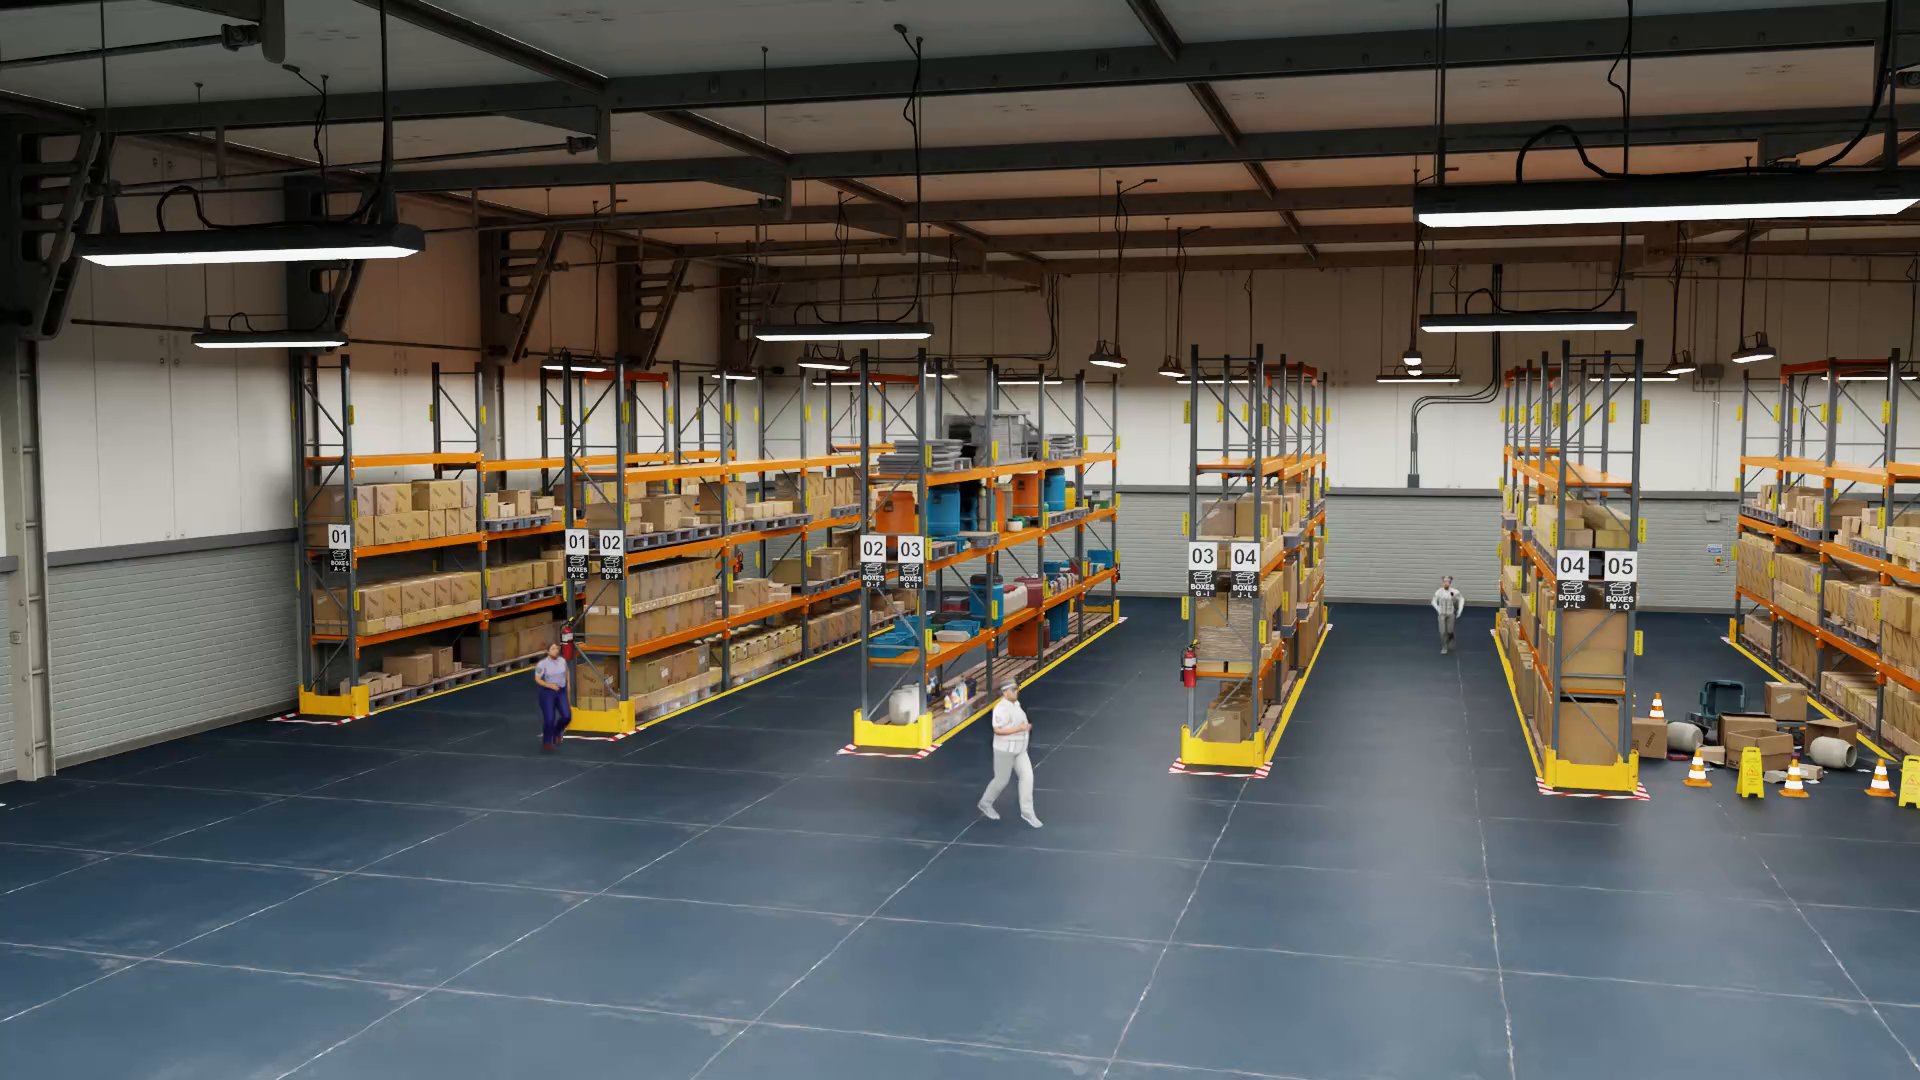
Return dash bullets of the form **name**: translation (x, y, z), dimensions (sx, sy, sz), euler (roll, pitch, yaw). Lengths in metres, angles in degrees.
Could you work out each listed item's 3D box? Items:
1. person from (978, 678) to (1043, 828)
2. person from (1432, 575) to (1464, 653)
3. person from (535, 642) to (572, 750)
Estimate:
- **person**: translation (0.602, 2.584, 20.318), dimensions (0.849, 1.831, 0.648), euler (3, 5, 38)
- **person**: translation (10.234, 1.559, 34.917), dimensions (0.652, 1.655, 0.560), euler (2, 5, 20)
- **person**: translation (-6.037, 2.335, 24.893), dimensions (0.651, 1.623, 0.579), euler (-4, 6, -43)
